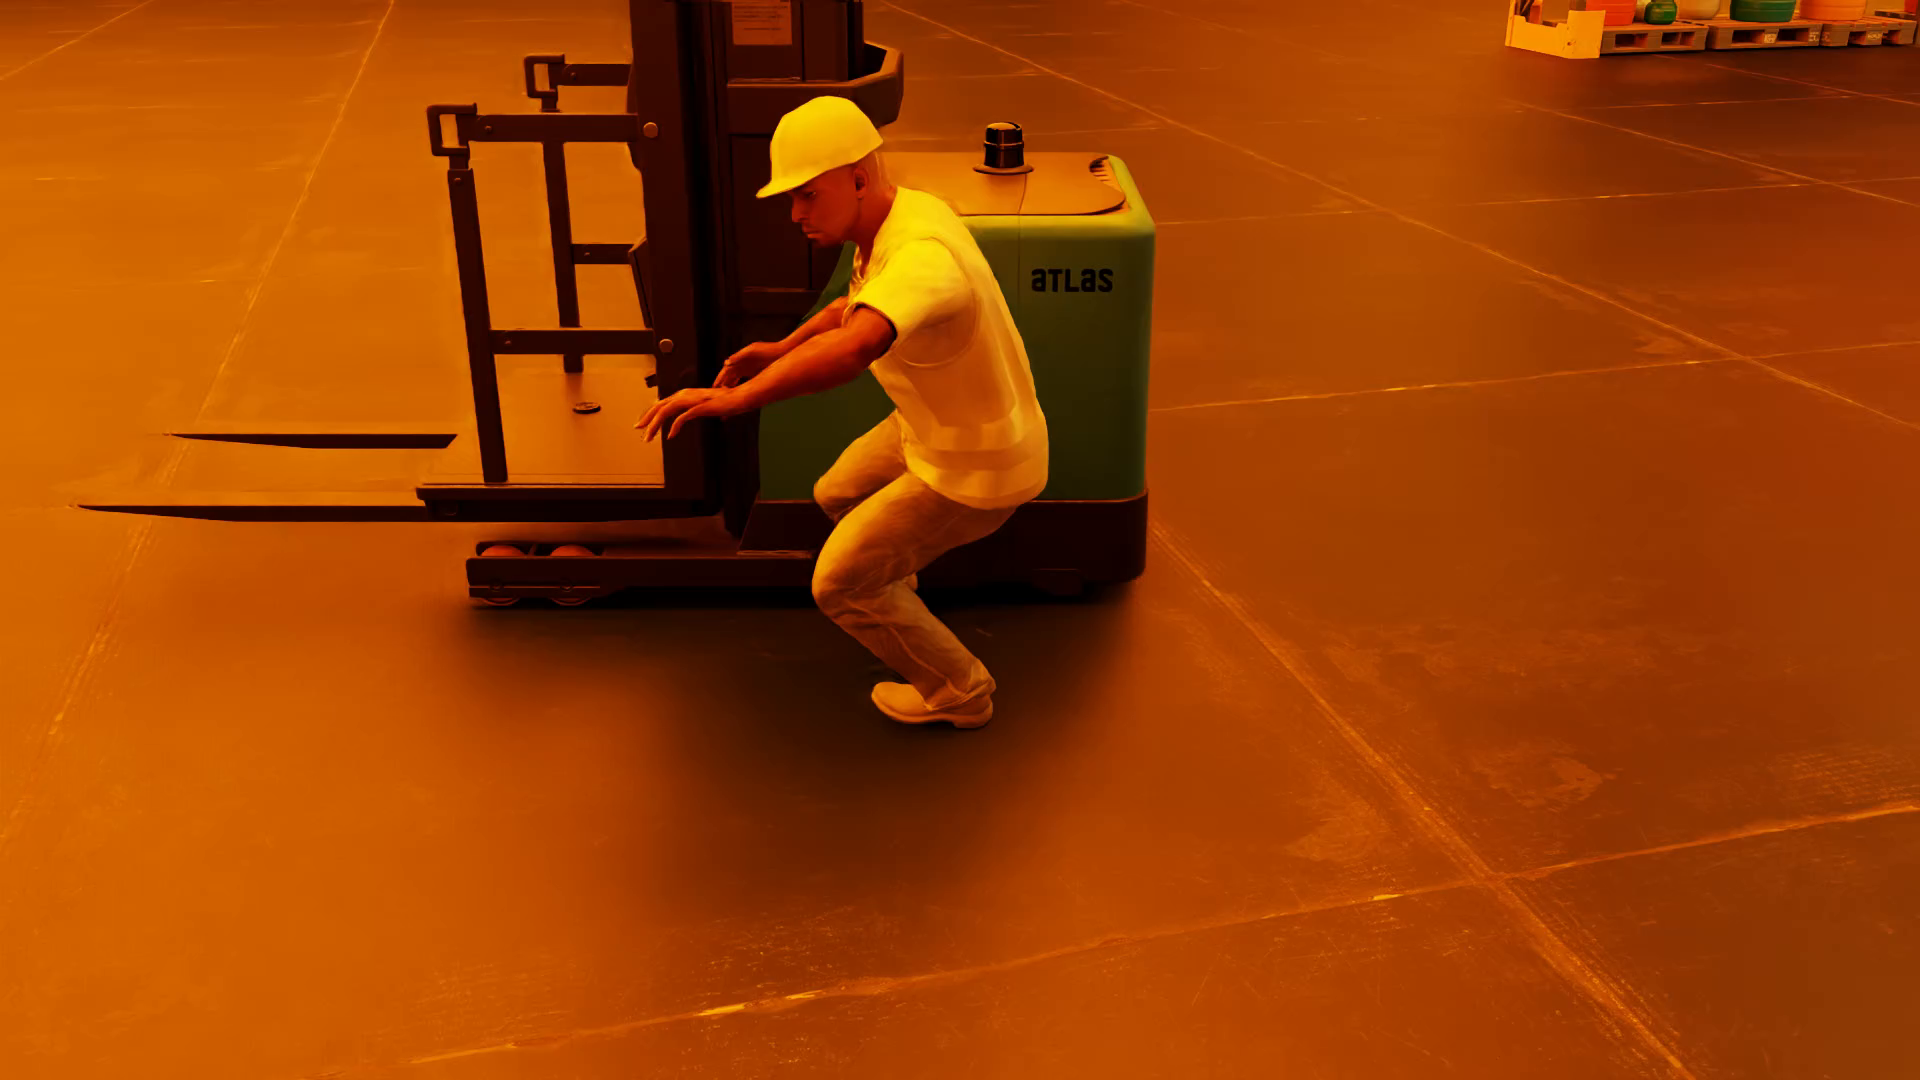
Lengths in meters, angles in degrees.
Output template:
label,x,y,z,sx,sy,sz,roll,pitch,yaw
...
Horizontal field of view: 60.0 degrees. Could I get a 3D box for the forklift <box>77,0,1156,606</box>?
label,x,y,z,sx,sy,sz,roll,pitch,yaw
forklift,-0.993,-1.372,4.534,3.031,2.935,1.130,0,23,0

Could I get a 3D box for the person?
label,x,y,z,sx,sy,sz,roll,pitch,yaw
person,-0.256,-0.254,3.745,0.861,1.492,1.458,-3,23,-8
